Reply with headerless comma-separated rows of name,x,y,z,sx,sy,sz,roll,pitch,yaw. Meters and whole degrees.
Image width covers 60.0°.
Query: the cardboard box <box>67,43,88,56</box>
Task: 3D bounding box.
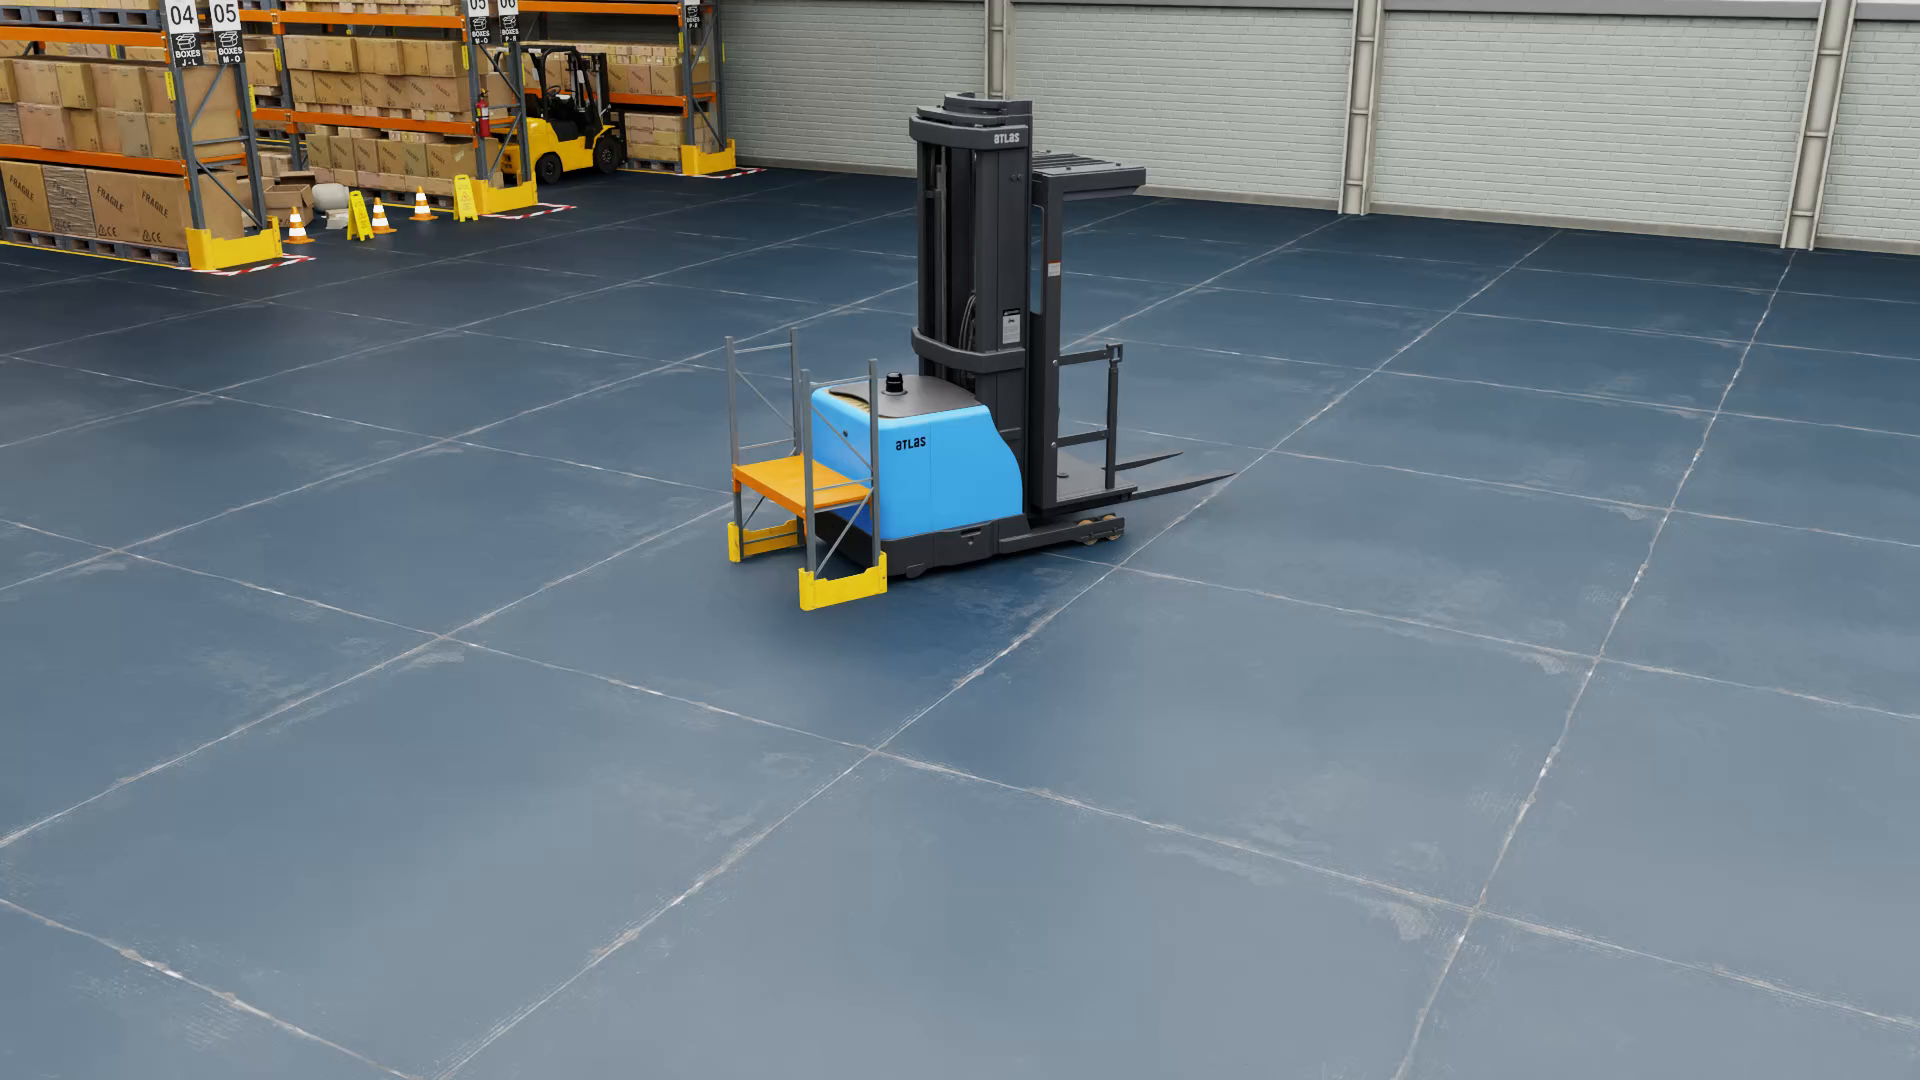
cardboard box,-14.861,-8.365,28.415,0.500,0.500,0.500,11,23,28

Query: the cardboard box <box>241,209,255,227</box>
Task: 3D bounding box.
cardboard box,-10.265,-4.579,23.599,0.258,0.266,0.396,16,25,36

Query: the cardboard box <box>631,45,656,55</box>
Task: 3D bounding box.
cardboard box,-5.497,-8.525,28.933,0.250,0.149,0.380,11,23,28

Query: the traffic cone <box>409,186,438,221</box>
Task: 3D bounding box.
traffic cone,-7.851,-4.922,24.255,0.334,0.463,0.336,11,23,27

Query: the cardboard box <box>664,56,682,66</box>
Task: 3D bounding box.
cardboard box,-4.868,-8.231,28.560,0.250,0.149,0.380,11,23,28

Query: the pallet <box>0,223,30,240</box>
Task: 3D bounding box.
pallet,-13.374,-4.397,23.176,1.213,0.211,1.003,11,23,27

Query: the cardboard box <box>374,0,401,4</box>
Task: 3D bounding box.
cardboard box,-8.318,-8.080,24.626,0.500,0.250,0.500,12,23,29

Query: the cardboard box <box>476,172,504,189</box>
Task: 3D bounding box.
cardboard box,-7.415,-5.548,25.678,0.500,0.250,0.500,11,22,27

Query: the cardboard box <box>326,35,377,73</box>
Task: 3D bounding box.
cardboard box,-9.199,-7.428,25.395,0.500,0.500,0.700,10,22,26

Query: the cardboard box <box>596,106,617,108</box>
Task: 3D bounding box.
cardboard box,-6.512,-7.753,30.290,0.500,0.250,0.500,11,23,28

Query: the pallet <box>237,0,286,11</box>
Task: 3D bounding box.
pallet,-10.825,-8.548,26.409,1.003,0.211,1.213,11,23,27

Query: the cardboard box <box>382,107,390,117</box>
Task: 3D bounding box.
cardboard box,-8.602,-6.567,25.439,0.250,0.149,0.380,11,23,27

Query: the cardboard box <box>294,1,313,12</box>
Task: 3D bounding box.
cardboard box,-9.985,-8.198,25.537,0.250,0.149,0.380,11,23,27

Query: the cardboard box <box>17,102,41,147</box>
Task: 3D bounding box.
cardboard box,-11.845,-5.530,21.990,0.550,0.550,0.875,11,23,27

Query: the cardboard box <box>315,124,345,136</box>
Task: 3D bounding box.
cardboard box,-9.875,-6.437,26.078,0.250,0.149,0.380,11,23,28

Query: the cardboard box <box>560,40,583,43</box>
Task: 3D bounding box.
cardboard box,-7.058,-9.005,30.257,0.250,0.149,0.380,11,22,27

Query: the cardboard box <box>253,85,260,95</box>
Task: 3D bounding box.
cardboard box,-11.144,-7.224,26.634,0.250,0.149,0.380,10,22,26

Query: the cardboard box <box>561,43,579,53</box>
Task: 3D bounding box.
cardboard box,-6.873,-8.756,29.570,0.250,0.149,0.380,10,22,26

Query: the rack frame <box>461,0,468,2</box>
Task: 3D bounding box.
rack frame,-6.846,-9.247,23.661,0.127,3.000,1.000,11,23,27

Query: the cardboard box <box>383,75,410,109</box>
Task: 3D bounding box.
cardboard box,-8.324,-6.791,25.104,0.500,0.500,0.500,11,23,27

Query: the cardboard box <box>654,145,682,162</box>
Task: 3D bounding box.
cardboard box,-4.993,-6.794,29.113,0.500,0.250,0.500,11,23,28

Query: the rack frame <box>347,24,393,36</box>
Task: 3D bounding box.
rack frame,-11.413,-9.236,32.427,0.127,3.000,1.000,11,23,27

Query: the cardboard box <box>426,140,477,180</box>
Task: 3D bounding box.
cardboard box,-7.673,-5.740,25.106,0.500,0.500,0.500,11,23,28

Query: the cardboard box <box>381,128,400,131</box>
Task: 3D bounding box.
cardboard box,-10.875,-8.209,32.463,0.625,0.625,0.875,12,23,29

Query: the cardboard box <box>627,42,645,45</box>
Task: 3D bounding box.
cardboard box,-5.699,-8.765,29.594,0.250,0.149,0.380,10,22,26

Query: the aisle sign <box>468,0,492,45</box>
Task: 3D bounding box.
aisle sign,-6.933,-7.552,23.974,0.004,0.787,0.394,11,23,27

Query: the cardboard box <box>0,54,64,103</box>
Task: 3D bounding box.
cardboard box,-12.359,-6.108,22.002,0.550,0.550,0.875,11,23,27

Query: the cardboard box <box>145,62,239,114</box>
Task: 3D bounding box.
cardboard box,-9.477,-5.588,20.567,0.550,0.550,0.875,11,23,27

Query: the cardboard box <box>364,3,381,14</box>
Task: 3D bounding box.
cardboard box,-8.657,-7.937,24.817,0.250,0.149,0.380,10,22,27

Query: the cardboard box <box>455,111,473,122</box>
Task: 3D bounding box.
cardboard box,-7.277,-6.307,24.723,0.250,0.149,0.380,12,23,29

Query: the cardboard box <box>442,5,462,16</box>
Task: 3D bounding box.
cardboard box,-7.294,-7.695,24.149,0.250,0.149,0.380,11,23,28

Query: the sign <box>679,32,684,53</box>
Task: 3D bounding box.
sign,-4.705,-8.402,28.082,0.005,0.325,0.100,11,23,27

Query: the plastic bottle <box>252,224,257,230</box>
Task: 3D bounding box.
plastic bottle,-9.865,-4.414,23.445,0.283,0.061,0.133,3,20,9

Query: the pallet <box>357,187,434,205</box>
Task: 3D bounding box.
pallet,-8.665,-5.478,26.156,1.213,0.211,1.003,11,23,27

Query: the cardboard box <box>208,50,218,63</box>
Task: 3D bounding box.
cardboard box,-11.734,-7.655,26.869,0.500,0.500,0.500,12,23,29

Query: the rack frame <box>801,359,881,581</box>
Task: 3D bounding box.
rack frame,-0.711,-0.331,10.076,0.500,1.500,0.032,-13,23,-31

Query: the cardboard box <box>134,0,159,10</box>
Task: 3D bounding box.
cardboard box,-9.627,-6.427,19.892,0.250,0.149,0.380,11,23,27

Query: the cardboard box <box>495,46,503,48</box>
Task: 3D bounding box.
cardboard box,-8.549,-9.147,31.084,0.250,0.149,0.380,11,23,27

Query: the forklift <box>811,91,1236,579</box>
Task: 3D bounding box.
forklift,0.534,-1.487,11.166,3.031,2.935,1.130,-12,23,-29

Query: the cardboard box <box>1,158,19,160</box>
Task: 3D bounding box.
cardboard box,-13.250,-4.818,22.932,0.750,0.750,1.050,11,23,27

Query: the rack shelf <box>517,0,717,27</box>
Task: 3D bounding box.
rack shelf,-6.175,-9.310,29.287,4.000,0.370,1.077,11,23,27

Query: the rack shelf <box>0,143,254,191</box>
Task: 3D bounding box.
rack shelf,-10.918,-4.931,21.615,4.000,0.370,1.077,11,23,27

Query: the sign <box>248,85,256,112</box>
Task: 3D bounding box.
sign,-8.896,-5.545,20.867,0.005,0.325,0.100,11,23,27

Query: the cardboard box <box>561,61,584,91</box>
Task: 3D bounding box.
cardboard box,-6.755,-8.300,29.702,0.500,0.500,0.500,11,22,27

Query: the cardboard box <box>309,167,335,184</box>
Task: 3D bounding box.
cardboard box,-9.955,-5.818,26.423,0.500,0.250,0.500,10,22,25

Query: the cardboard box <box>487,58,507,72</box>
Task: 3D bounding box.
cardboard box,-8.474,-8.740,30.549,0.500,0.250,0.500,10,22,26

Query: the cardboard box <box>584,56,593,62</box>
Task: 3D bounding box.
cardboard box,-6.430,-8.528,29.378,0.250,0.149,0.380,10,22,26

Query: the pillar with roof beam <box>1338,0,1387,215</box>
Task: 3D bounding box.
pillar with roof beam,3.780,-7.832,19.760,0.400,9.000,9.100,11,23,27

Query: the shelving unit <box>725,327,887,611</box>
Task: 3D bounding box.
shelving unit,-0.994,-0.479,10.484,0.587,1.500,1.083,-13,23,-31

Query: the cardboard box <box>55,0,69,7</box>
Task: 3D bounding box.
cardboard box,-10.959,-6.681,20.592,0.250,0.149,0.380,11,23,28

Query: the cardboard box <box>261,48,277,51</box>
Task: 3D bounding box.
cardboard box,-11.045,-7.723,27.058,0.500,0.500,0.500,11,23,27

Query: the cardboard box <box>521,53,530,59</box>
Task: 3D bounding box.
cardboard box,-7.771,-8.791,30.103,0.250,0.149,0.380,10,22,26

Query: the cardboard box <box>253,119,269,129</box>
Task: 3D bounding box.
cardboard box,-14.123,-8.690,33.973,0.500,0.500,0.500,10,22,27

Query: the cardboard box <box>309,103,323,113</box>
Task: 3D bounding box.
cardboard box,-9.974,-6.800,26.080,0.250,0.149,0.380,12,23,29
